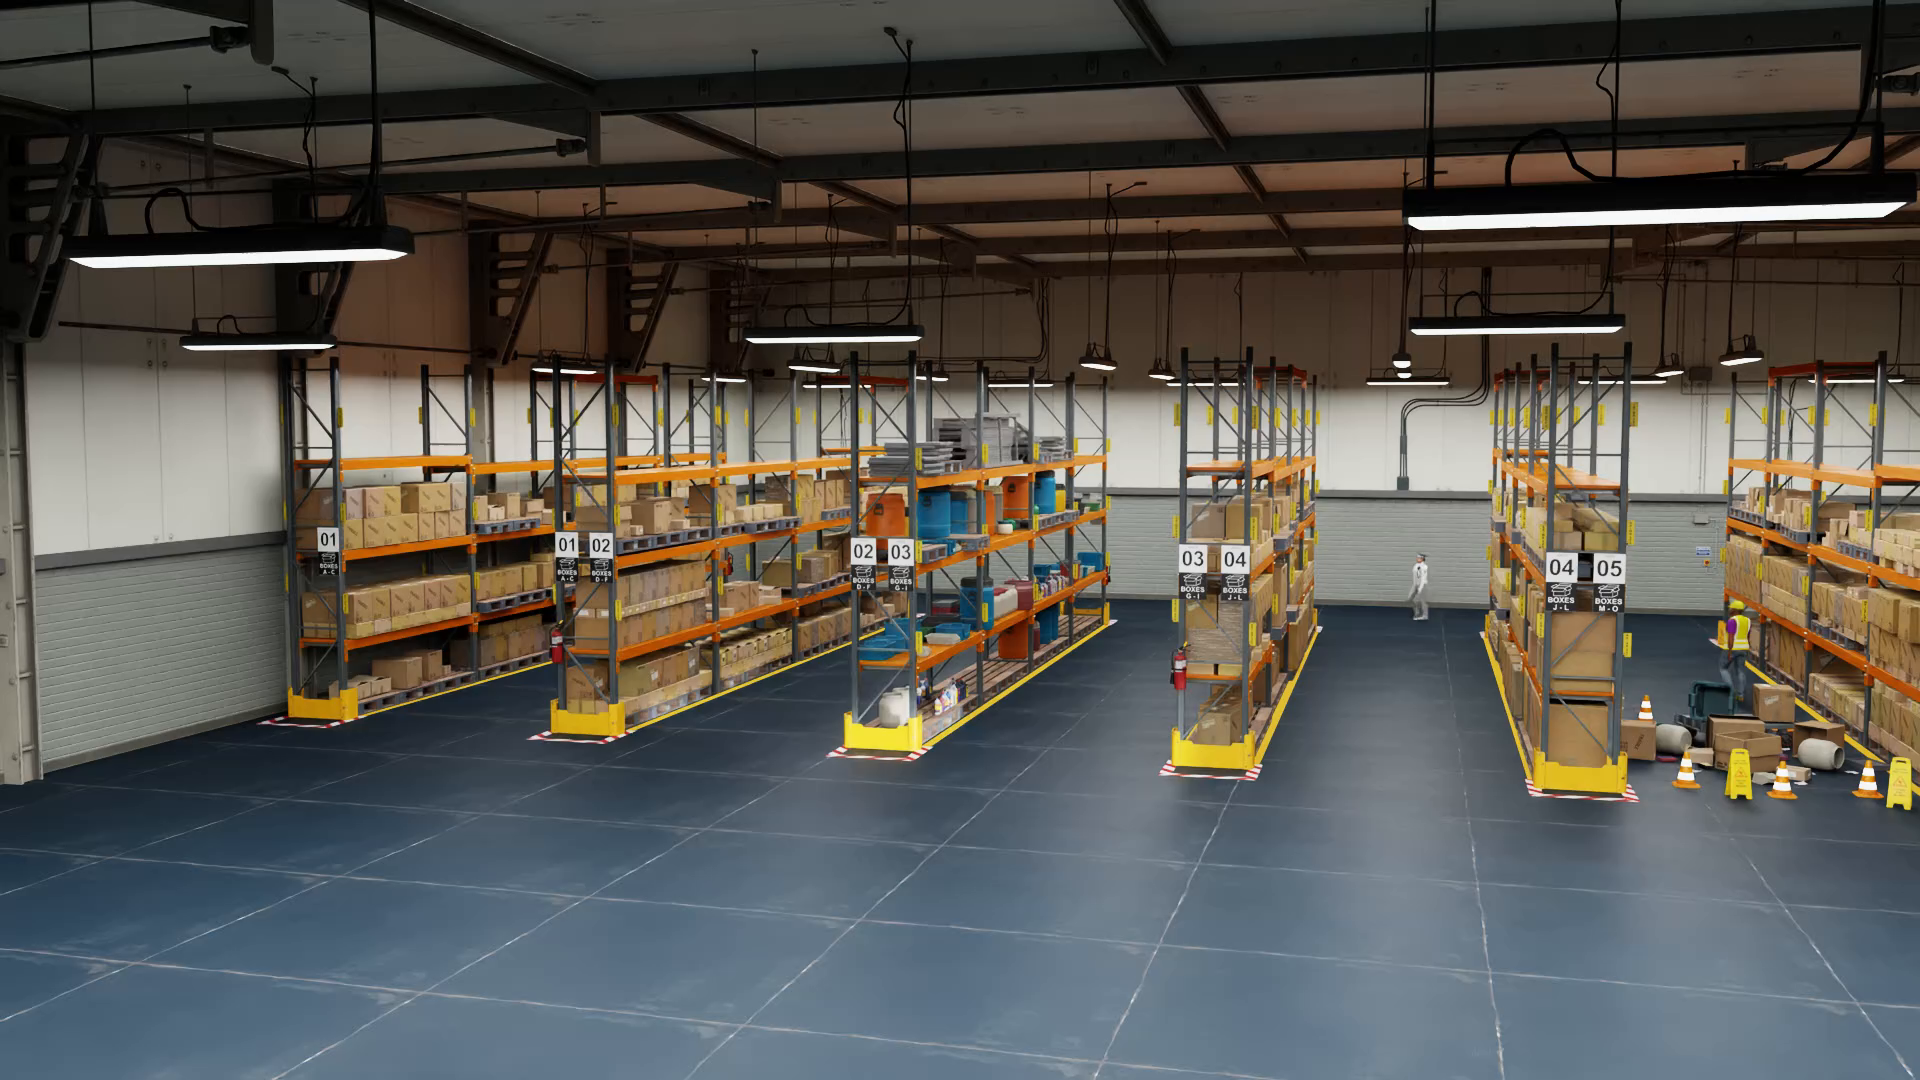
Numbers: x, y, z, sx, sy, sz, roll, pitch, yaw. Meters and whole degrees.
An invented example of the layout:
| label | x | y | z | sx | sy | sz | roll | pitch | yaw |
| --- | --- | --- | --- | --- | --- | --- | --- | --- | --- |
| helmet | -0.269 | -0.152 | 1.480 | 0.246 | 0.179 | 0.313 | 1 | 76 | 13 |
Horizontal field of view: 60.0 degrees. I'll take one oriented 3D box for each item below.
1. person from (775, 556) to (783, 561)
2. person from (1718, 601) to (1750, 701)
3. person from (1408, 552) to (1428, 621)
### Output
| label | x | y | z | sx | sy | sz | roll | pitch | yaw |
| --- | --- | --- | --- | --- | --- | --- | --- | --- | --- |
| person | -4.262 | 1.270 | 38.821 | 0.633 | 1.778 | 0.588 | 3 | 5 | 38 |
| person | 13.754 | 1.958 | 29.406 | 0.568 | 1.763 | 0.528 | -1 | 4 | -9 |
| person | 11.327 | 1.158 | 40.990 | 0.469 | 1.723 | 0.527 | -1 | 4 | -12 |
